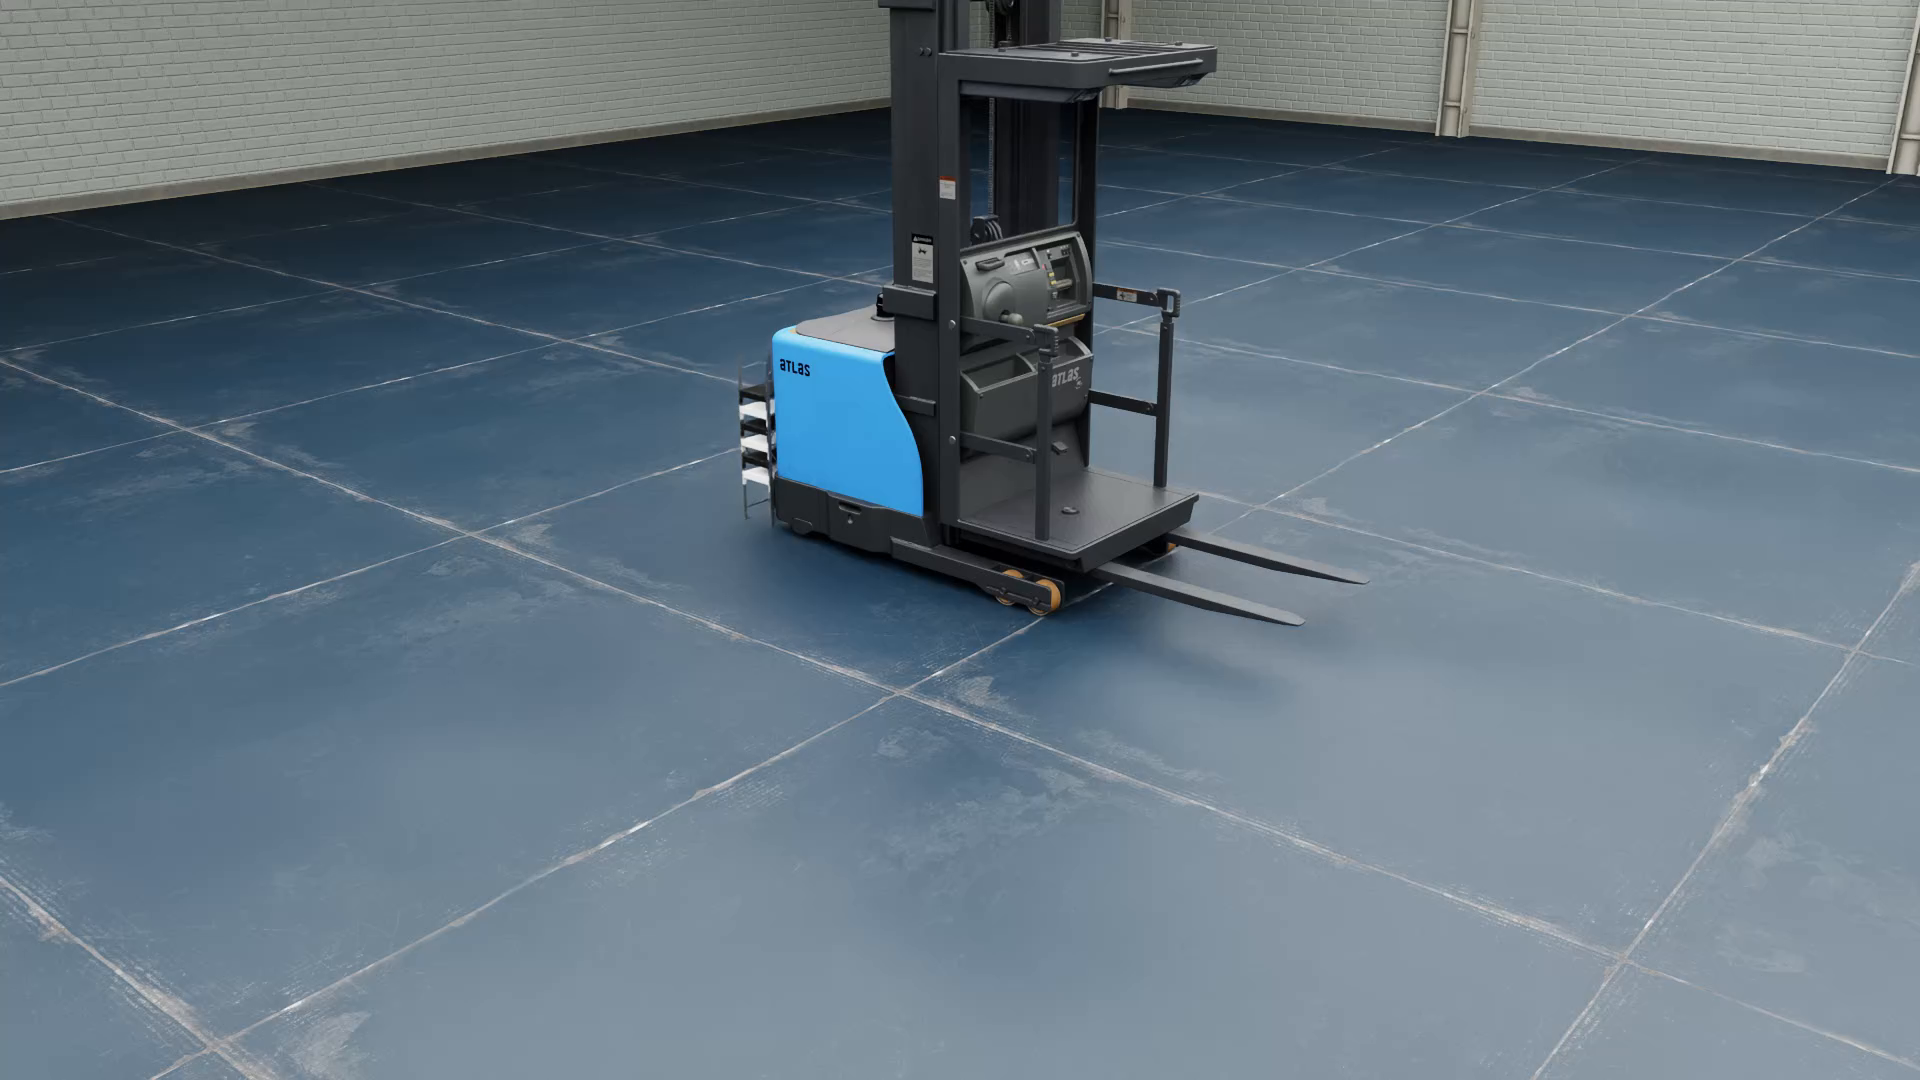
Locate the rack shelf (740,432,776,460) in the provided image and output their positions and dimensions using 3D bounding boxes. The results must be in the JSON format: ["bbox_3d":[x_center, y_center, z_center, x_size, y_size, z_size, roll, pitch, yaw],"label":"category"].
[{"bbox_3d":[-1.004,-0.512,8.842,0.200,0.077,0.258,16,26,36],"label":"rack shelf"}]

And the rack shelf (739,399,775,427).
[{"bbox_3d":[-1.003,-0.680,8.777,0.200,0.077,0.258,16,26,36],"label":"rack shelf"}]

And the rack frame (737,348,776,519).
[{"bbox_3d":[-1.083,-0.566,8.889,0.006,0.900,0.240,16,26,36],"label":"rack frame"}]

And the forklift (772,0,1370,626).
[{"bbox_3d":[0.487,-1.230,7.776,3.031,2.935,1.130,16,26,36],"label":"forklift"}]

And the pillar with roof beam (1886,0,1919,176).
[{"bbox_3d":[9.153,-7.637,16.166,0.400,9.000,9.100,16,26,36],"label":"pillar with roof beam"}]

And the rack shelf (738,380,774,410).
[{"bbox_3d":[-1.003,-0.764,8.745,0.200,0.077,0.258,16,26,36],"label":"rack shelf"}]

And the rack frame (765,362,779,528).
[{"bbox_3d":[-0.925,-0.520,8.770,0.006,0.900,0.240,16,26,36],"label":"rack frame"}]

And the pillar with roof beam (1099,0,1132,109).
[{"bbox_3d":[-0.143,-10.314,23.265,0.400,9.000,9.100,16,26,36],"label":"pillar with roof beam"}]

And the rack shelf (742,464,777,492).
[{"bbox_3d":[-1.006,-0.344,8.906,0.200,0.077,0.258,16,26,36],"label":"rack shelf"}]

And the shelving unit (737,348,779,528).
[{"bbox_3d":[-1.004,-0.543,8.830,0.210,0.900,0.258,16,26,36],"label":"shelving unit"}]

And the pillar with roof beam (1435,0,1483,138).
[{"bbox_3d":[4.505,-8.975,19.715,0.400,9.000,9.100,16,26,36],"label":"pillar with roof beam"}]

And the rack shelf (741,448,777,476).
[{"bbox_3d":[-1.005,-0.428,8.874,0.200,0.077,0.258,16,26,36],"label":"rack shelf"}]

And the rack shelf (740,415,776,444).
[{"bbox_3d":[-1.004,-0.596,8.810,0.200,0.077,0.258,16,26,36],"label":"rack shelf"}]
